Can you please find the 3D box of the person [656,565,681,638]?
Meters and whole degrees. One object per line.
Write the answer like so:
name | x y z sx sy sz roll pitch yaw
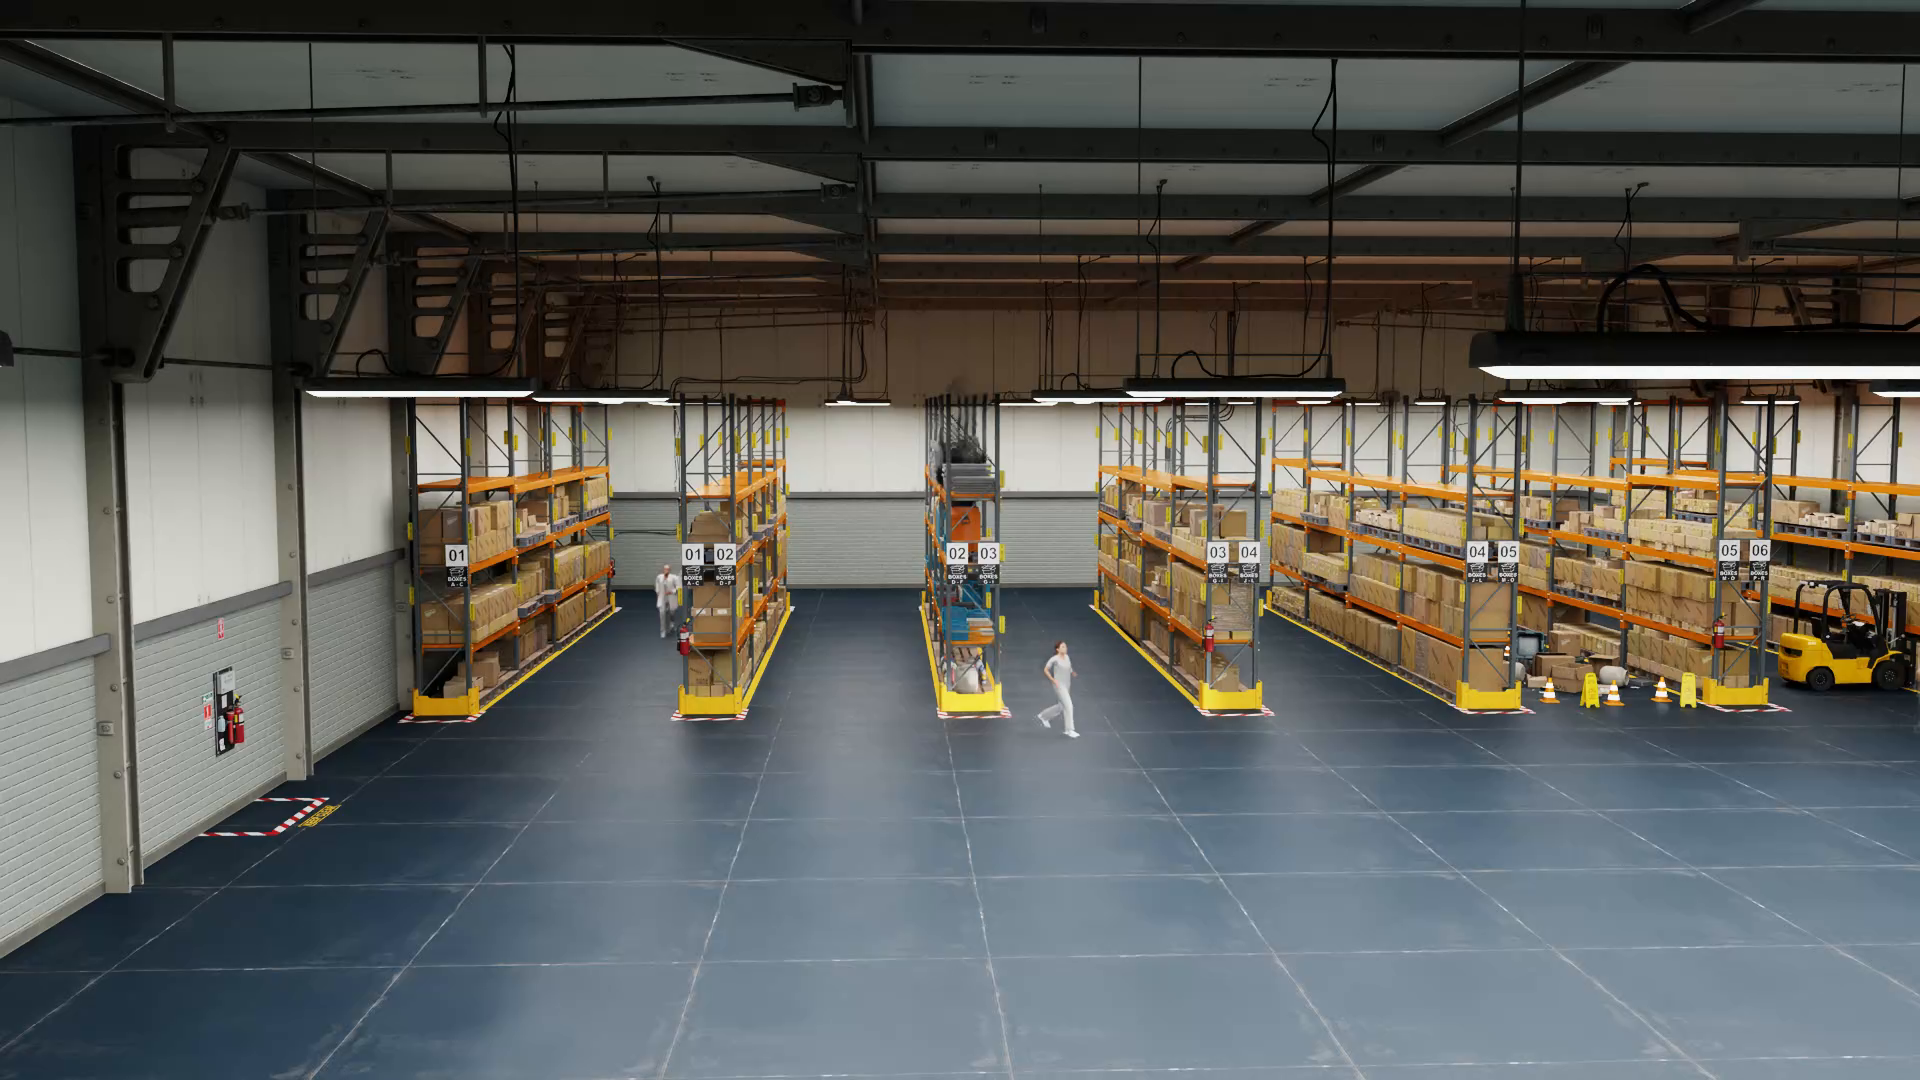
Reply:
person | -7.385 1.576 42.083 0.673 1.722 1.201 0 5 -2

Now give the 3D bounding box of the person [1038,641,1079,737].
person | 1.750 2.598 29.214 0.857 1.656 0.561 3 6 37

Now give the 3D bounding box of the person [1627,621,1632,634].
person | 16.362 1.689 40.801 0.538 1.642 0.768 -1 5 -11
